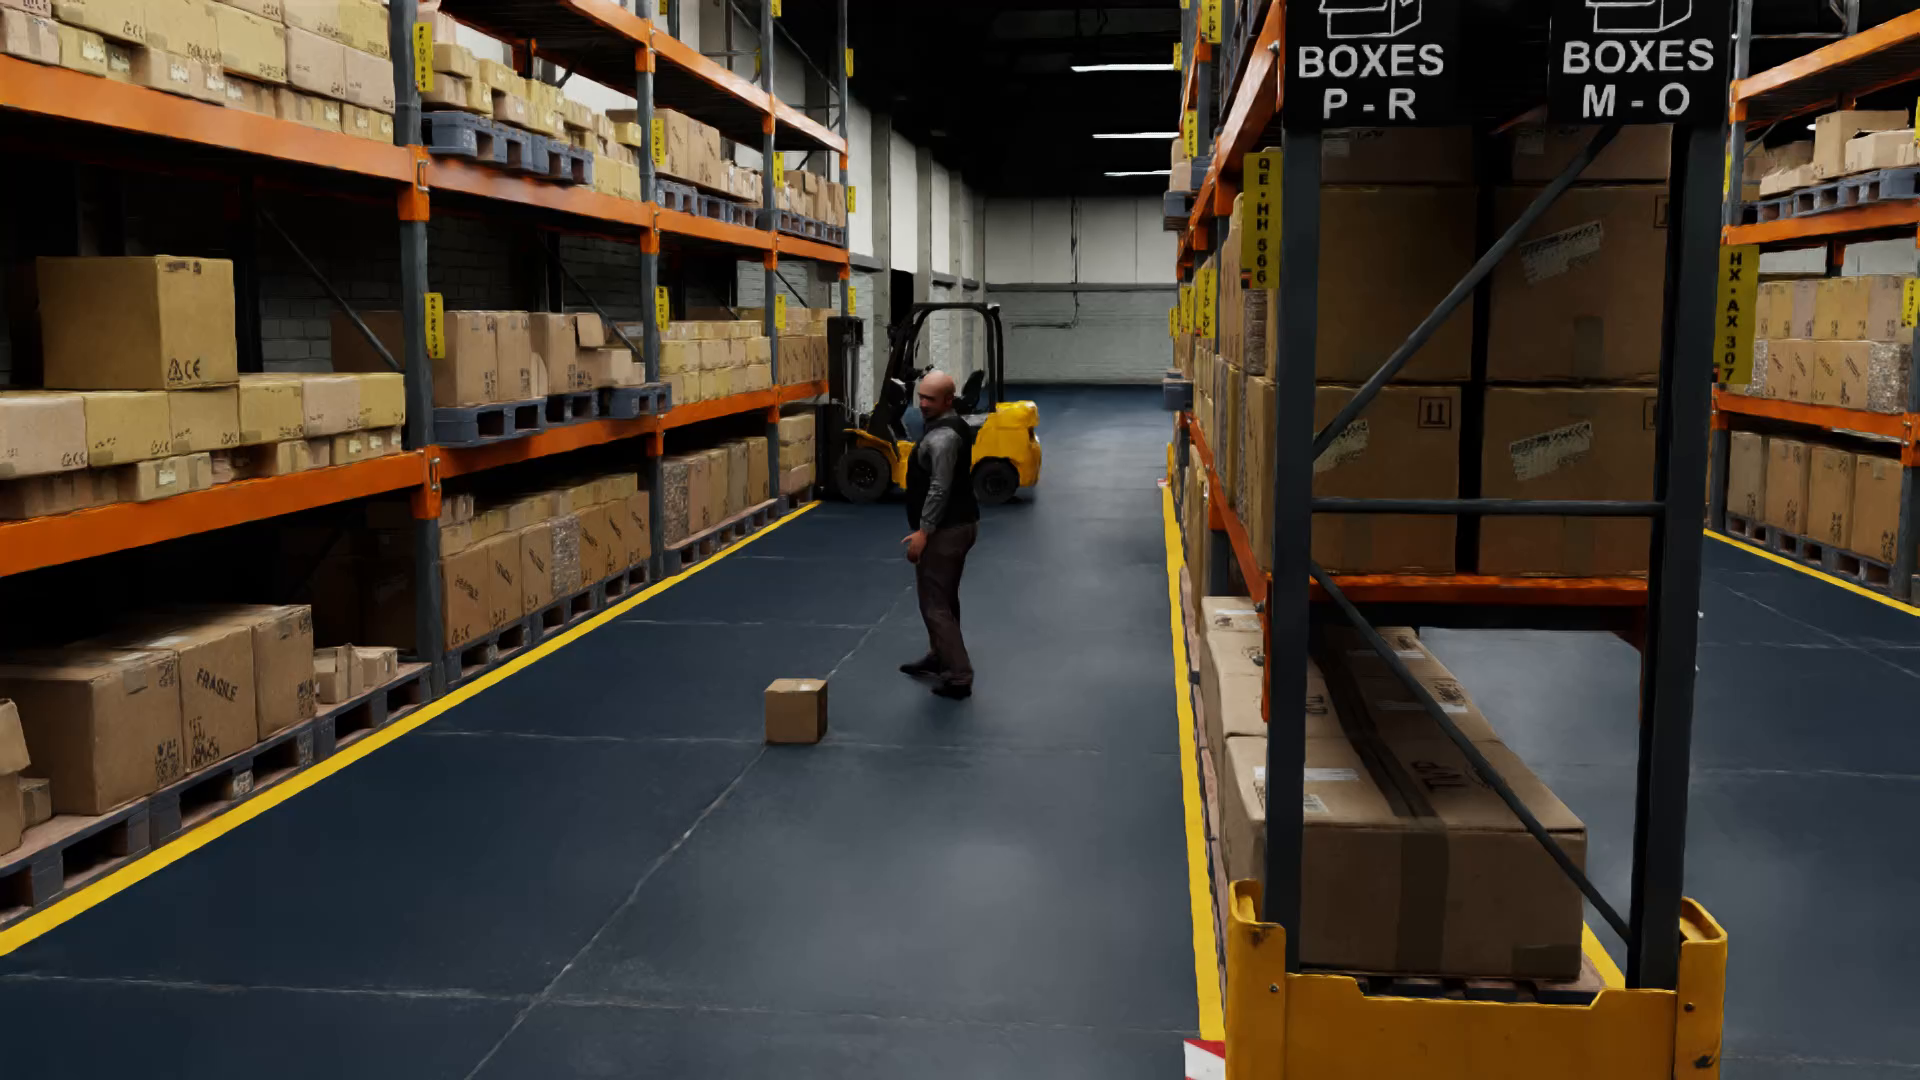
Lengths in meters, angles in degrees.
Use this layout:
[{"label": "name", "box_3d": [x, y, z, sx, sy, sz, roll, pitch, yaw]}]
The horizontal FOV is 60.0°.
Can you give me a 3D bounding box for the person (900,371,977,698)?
[{"label": "person", "box_3d": [-0.141, -0.040, 8.825, 0.551, 1.712, 0.661, 2, 8, 16]}]
